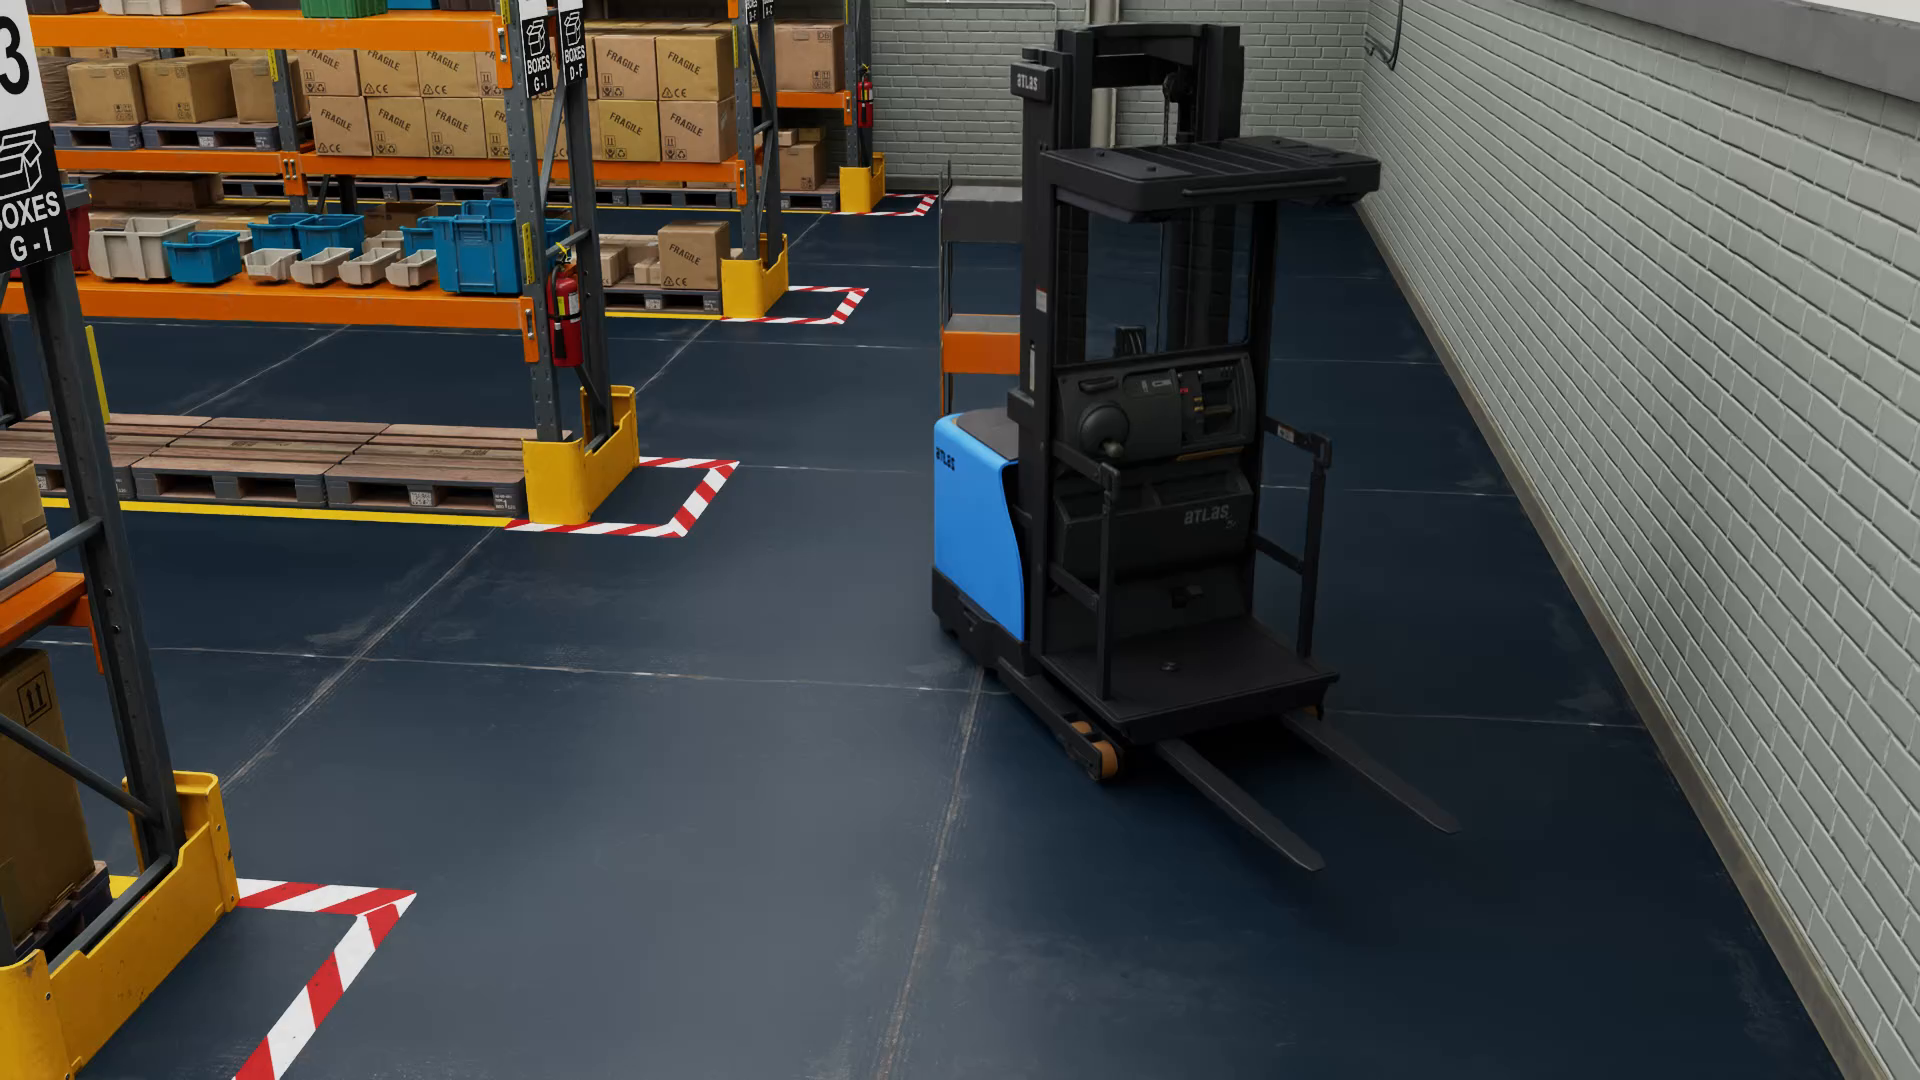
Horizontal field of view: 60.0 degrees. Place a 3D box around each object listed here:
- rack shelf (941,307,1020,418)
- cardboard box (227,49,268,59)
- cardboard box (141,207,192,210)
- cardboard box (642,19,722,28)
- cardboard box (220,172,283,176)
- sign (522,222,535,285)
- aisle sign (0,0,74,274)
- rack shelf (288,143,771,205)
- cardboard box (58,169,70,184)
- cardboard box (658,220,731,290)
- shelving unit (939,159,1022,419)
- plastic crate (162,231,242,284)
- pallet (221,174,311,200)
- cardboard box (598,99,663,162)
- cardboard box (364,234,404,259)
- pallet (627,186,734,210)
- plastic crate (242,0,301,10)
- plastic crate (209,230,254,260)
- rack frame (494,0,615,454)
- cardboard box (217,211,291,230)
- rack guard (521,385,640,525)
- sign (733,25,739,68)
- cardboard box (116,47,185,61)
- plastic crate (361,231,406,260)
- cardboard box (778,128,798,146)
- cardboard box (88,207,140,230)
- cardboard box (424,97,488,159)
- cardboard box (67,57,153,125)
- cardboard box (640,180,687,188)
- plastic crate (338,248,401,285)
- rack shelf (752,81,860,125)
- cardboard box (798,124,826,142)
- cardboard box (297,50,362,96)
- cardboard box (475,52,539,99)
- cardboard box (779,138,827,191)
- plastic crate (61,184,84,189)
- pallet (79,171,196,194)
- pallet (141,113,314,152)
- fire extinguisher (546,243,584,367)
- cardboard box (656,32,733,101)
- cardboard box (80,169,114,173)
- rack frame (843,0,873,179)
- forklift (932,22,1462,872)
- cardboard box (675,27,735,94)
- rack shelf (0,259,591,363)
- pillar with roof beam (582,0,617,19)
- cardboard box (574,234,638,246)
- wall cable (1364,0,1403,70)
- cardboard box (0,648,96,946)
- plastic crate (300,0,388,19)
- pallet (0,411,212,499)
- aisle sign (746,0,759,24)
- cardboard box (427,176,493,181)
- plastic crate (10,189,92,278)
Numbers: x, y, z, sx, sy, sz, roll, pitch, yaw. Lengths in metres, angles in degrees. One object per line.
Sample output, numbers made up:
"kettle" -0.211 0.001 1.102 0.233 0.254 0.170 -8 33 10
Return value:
"rack shelf" 0.164 -0.957 9.041 0.480 0.518 0.431 2 22 6
"cardboard box" -8.120 -5.711 19.237 0.500 0.500 0.500 3 22 8
"cardboard box" -7.176 -2.871 15.422 0.500 0.500 0.500 3 22 7
"cardboard box" -3.134 -5.533 18.946 0.700 0.700 0.980 1 22 4
"cardboard box" -8.376 -4.773 19.785 0.750 0.750 0.750 2 22 6
"sign" -2.361 -1.568 9.105 0.005 0.325 0.100 2 22 6
"aisle sign" -2.789 -1.201 4.861 0.004 0.787 0.394 2 22 6
"rack shelf" -3.712 -3.254 14.569 4.000 0.370 1.077 2 22 6
"cardboard box" -8.658 -3.283 15.447 0.500 0.250 0.500 3 22 8
"cardboard box" -2.295 -2.478 14.429 0.500 0.500 0.500 2 22 6
"shelving unit" 0.164 -0.969 9.036 0.503 2.100 0.431 2 22 6
"plastic crate" -4.382 -1.639 9.652 0.300 0.233 0.416 2 22 6
"pallet" -8.317 -4.299 20.026 1.213 0.211 1.003 2 22 6
"cardboard box" -2.719 -3.490 14.051 0.500 0.500 0.500 3 22 7
"cardboard box" -5.307 -2.532 14.824 0.500 0.311 0.500 2 22 6
"pallet" -3.158 -4.074 19.457 1.213 0.211 1.003 2 22 6
"plastic crate" -3.798 -3.226 9.525 0.767 0.338 0.504 2 22 6
"plastic crate" -4.520 -1.807 10.207 0.466 0.136 0.293 2 22 6
"rack frame" -2.313 -1.694 9.644 0.127 3.000 1.000 2 22 6
"cardboard box" -6.222 -2.634 14.824 0.500 0.500 0.500 2 22 6
"rack guard" -2.287 -0.535 10.113 0.348 0.500 1.175 2 22 6
"sign" -1.811 -3.986 13.437 0.005 0.325 0.100 2 22 6
"cardboard box" -9.559 -5.925 19.612 0.500 0.500 0.700 0 22 0
"plastic crate" -3.502 -1.803 10.199 0.298 0.136 0.250 2 22 6
"cardboard box" -2.003 -4.578 18.887 0.250 0.149 0.380 2 22 6
"cardboard box" -7.715 -2.702 14.995 0.500 0.500 0.500 2 22 4
"cardboard box" -4.219 -3.557 14.220 0.500 0.500 0.500 2 22 6
"cardboard box" -7.460 -3.971 14.697 0.500 0.500 0.700 -3 22 -7
"cardboard box" -3.381 -4.401 19.321 0.500 0.500 0.700 3 22 8
"plastic crate" -3.430 -1.586 9.649 0.243 0.136 0.396 2 22 6
"rack shelf" -3.133 -5.063 19.145 4.000 0.370 1.077 2 22 6
"cardboard box" -1.706 -4.707 19.212 0.250 0.149 0.380 3 22 7
"cardboard box" -5.264 -4.064 14.142 0.500 0.500 0.500 3 22 8
"cardboard box" -3.728 -3.997 13.974 0.500 0.500 0.500 3 22 8
"cardboard box" -1.854 -4.338 19.160 0.500 0.500 0.700 2 22 6
"plastic crate" -5.781 -1.992 10.338 0.575 0.384 0.392 2 22 6
"pallet" -9.867 -4.395 20.269 1.213 0.211 1.003 2 22 6
"pallet" -6.479 -3.660 14.880 1.213 0.211 1.003 2 22 6
"fire extinguisher" -2.216 -1.312 9.291 0.183 0.674 0.296 2 22 6
"cardboard box" -2.200 -3.932 13.811 0.500 0.500 0.500 2 22 6
"cardboard box" -10.310 -4.776 20.242 0.500 0.500 0.700 2 22 6
"rack frame" -1.147 -5.311 18.793 0.127 3.000 1.000 2 22 6
"forklift" 0.926 -0.543 6.828 1.130 2.935 3.031 -9 23 -23
"cardboard box" -2.136 -4.129 14.308 0.500 0.500 0.500 3 22 8
"rack shelf" -4.299 -1.446 9.995 4.000 0.370 1.077 2 22 6
"pillar with roof beam" -4.829 -6.988 14.875 0.400 9.000 9.100 2 22 6
"cardboard box" -3.226 -2.598 15.074 0.500 0.250 0.500 2 22 6
"wall cable" 4.428 -6.282 17.312 0.112 2.526 3.097 2 22 6
"cardboard box" -3.541 0.909 5.380 0.875 0.875 0.875 2 22 6
"plastic crate" -3.326 -2.929 8.976 0.336 0.188 0.450 2 22 6
"pallet" -5.550 -0.552 10.550 1.213 0.211 1.003 2 22 6
"aisle sign" -1.694 -4.596 13.450 0.004 0.787 0.394 2 22 6
"cardboard box" -5.780 -4.660 19.500 0.750 0.750 0.750 3 22 7
"plastic crate" -5.428 -1.794 9.730 0.583 0.464 0.402 2 22 6
